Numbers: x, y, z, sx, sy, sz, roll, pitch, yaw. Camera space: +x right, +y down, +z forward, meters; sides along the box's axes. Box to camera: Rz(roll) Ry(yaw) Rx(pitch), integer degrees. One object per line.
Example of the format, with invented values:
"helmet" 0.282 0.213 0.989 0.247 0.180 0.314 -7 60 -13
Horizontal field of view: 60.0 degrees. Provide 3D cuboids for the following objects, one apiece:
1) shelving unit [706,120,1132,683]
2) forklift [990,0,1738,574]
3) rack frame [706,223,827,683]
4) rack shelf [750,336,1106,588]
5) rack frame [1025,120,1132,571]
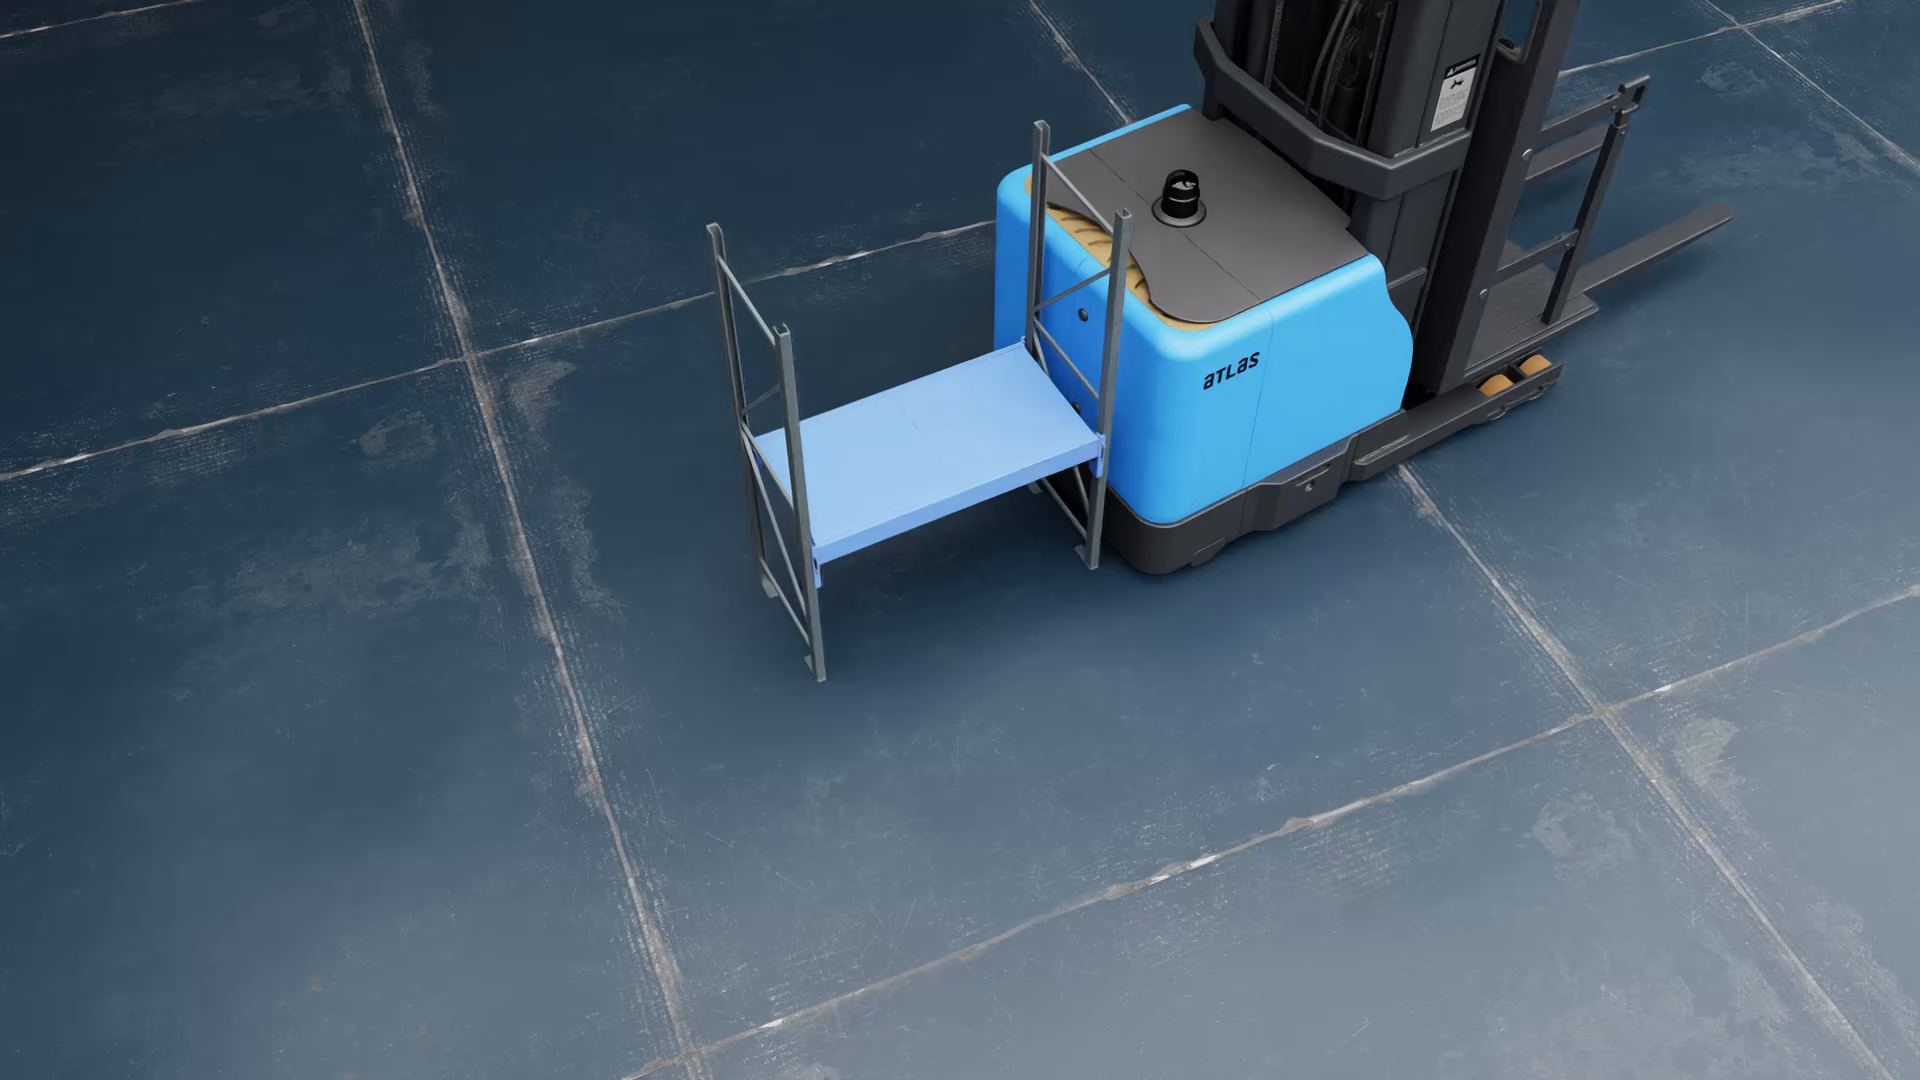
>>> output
"shelving unit" -0.109 -0.379 5.087 1.048 1.500 0.538 -22 53 -18
"forklift" 1.623 -1.713 5.289 3.031 2.935 1.130 -26 54 -20
"rack frame" -0.559 -0.200 4.933 0.032 1.500 0.500 -22 53 -18
"rack shelf" -0.109 -0.262 5.223 1.000 0.185 0.538 -22 53 -18
"rack frame" 0.342 -0.557 5.240 0.032 1.500 0.500 -22 53 -18
